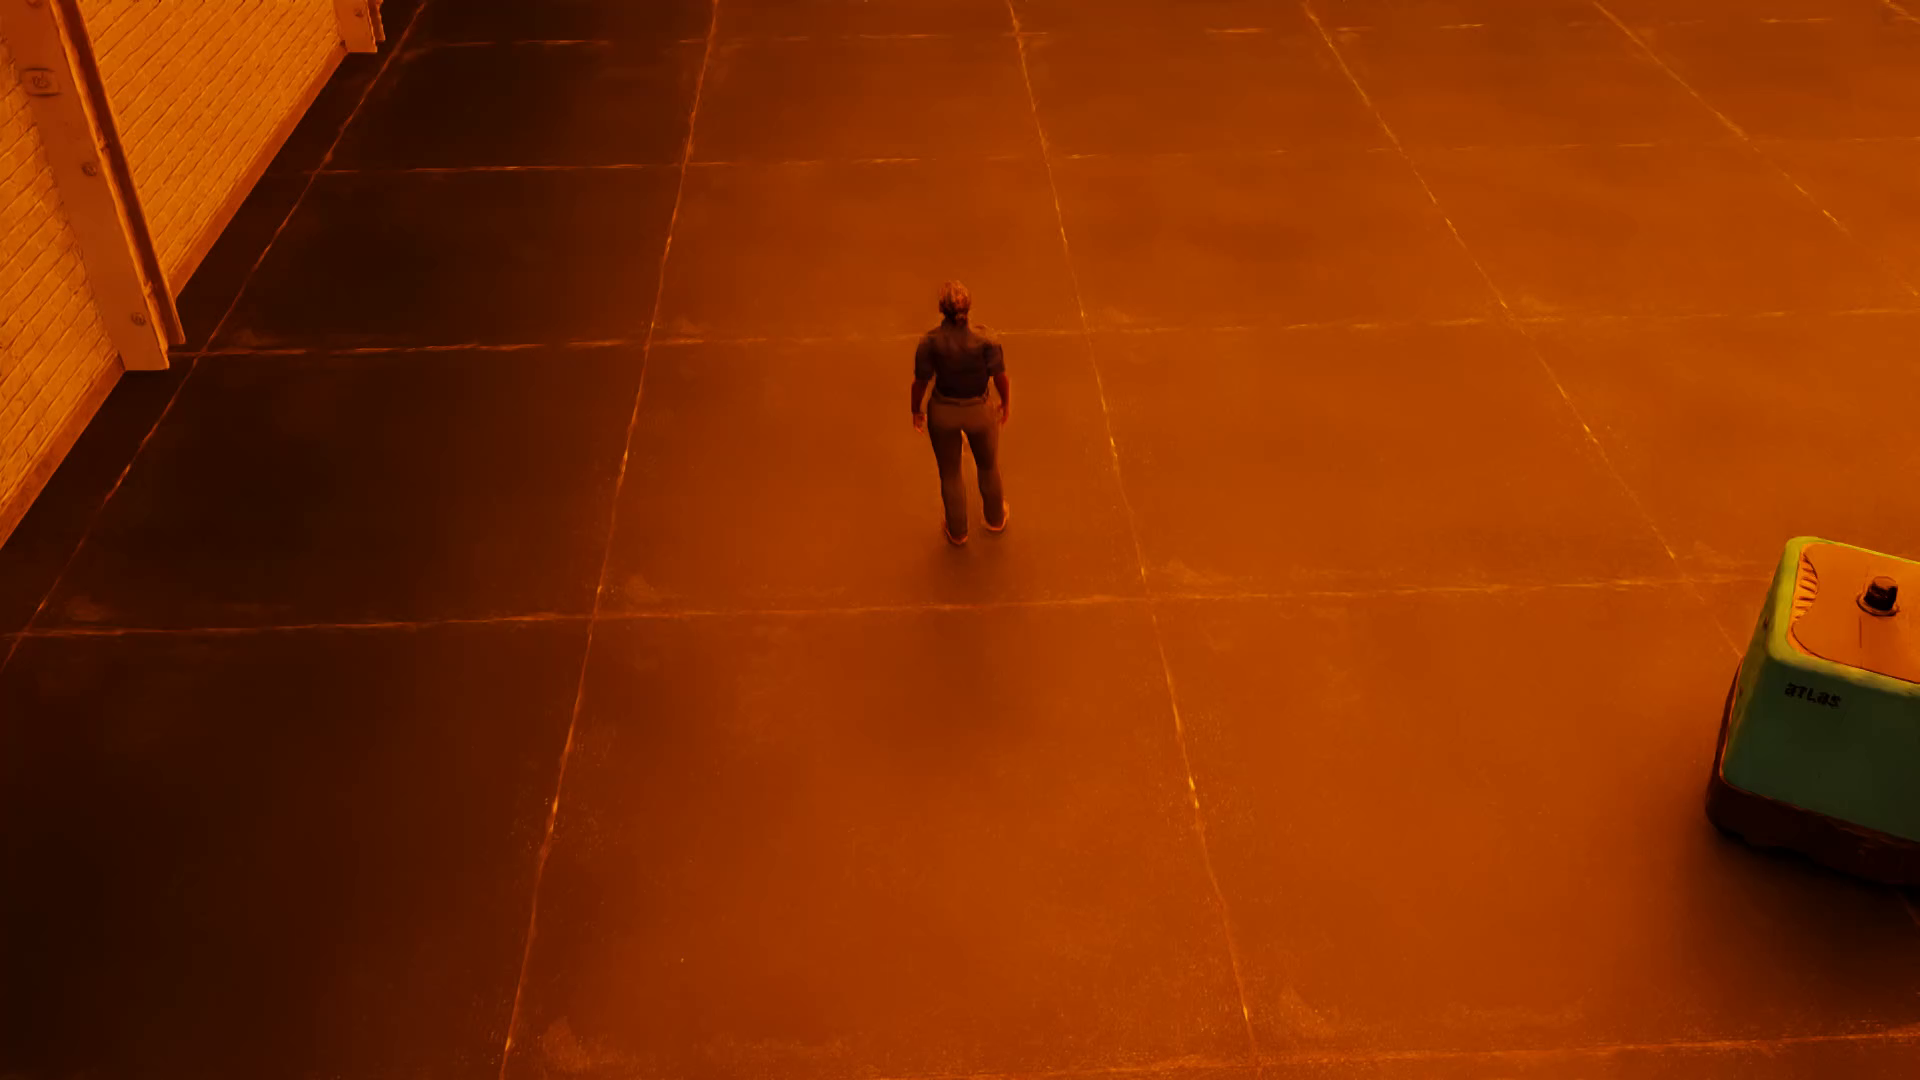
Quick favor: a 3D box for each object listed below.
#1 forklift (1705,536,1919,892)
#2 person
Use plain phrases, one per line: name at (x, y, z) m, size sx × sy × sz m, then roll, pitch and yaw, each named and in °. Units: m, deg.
forklift at (4.983, 0.287, 6.610) m, size 3.031 × 2.935 × 1.130 m, roll 17°, pitch 39°, yaw 21°
person at (0.015, -0.727, 9.073) m, size 0.570 × 1.654 × 0.503 m, roll -2°, pitch 36°, yaw -2°
